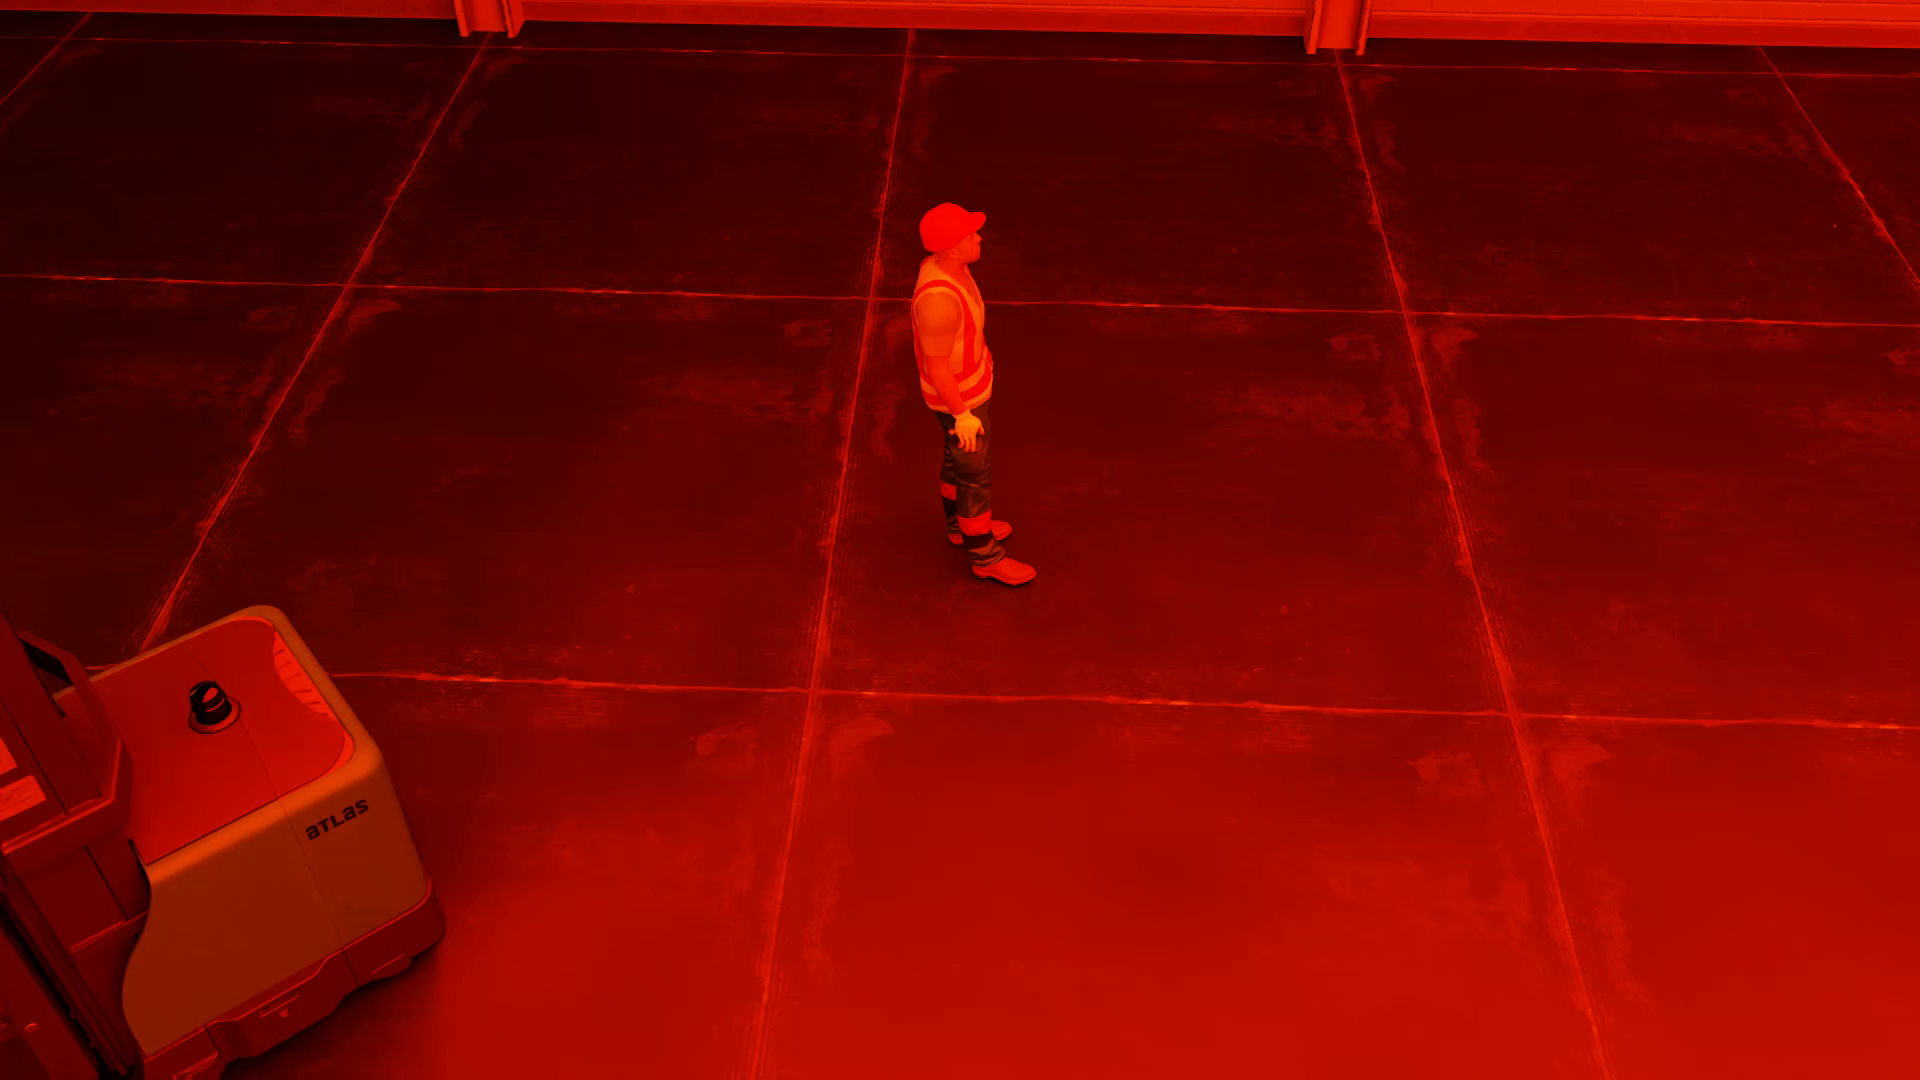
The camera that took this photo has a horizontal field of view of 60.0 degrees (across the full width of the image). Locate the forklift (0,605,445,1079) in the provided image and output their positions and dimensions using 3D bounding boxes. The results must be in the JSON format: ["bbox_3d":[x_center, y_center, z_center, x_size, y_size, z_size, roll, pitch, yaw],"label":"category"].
[{"bbox_3d":[-3.394,0.797,4.870,3.031,2.935,1.130,-28,49,-27],"label":"forklift"}]

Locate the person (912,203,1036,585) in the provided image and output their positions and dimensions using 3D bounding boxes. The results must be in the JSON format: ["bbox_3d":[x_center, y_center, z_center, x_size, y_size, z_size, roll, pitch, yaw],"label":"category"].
[{"bbox_3d":[0.080,-0.656,7.296,0.562,1.790,0.637,2,42,2],"label":"person"}]
